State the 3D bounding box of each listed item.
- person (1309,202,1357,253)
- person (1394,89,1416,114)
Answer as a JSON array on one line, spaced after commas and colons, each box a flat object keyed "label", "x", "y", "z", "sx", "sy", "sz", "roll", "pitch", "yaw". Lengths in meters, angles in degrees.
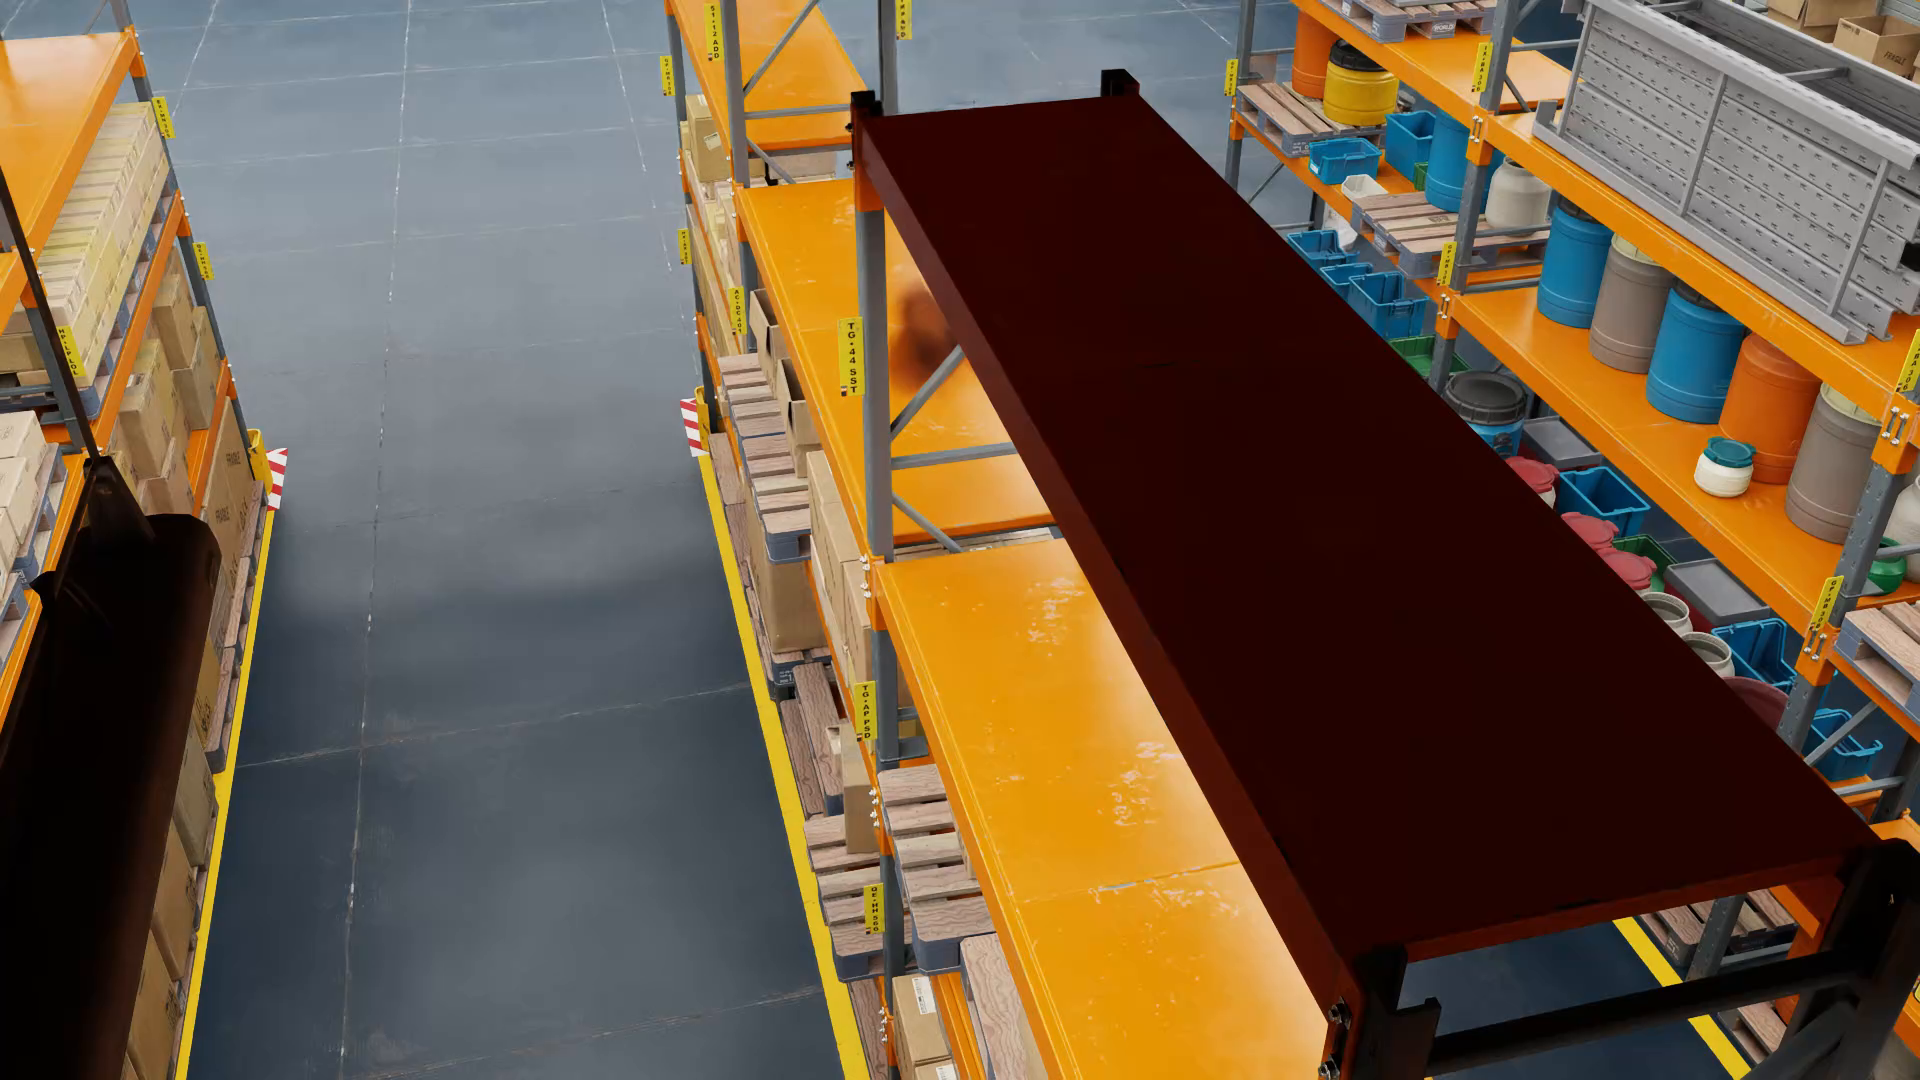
[{"label": "person", "x": 3.812, "y": -3.063, "z": 17.013, "sx": 0.727, "sy": 1.744, "sz": 0.843, "roll": -21, "pitch": 40, "yaw": -28}, {"label": "person", "x": 4.860, "y": -4.245, "z": 18.751, "sx": 0.930, "sy": 1.691, "sz": 0.605, "roll": 9, "pitch": 35, "yaw": 13}]
